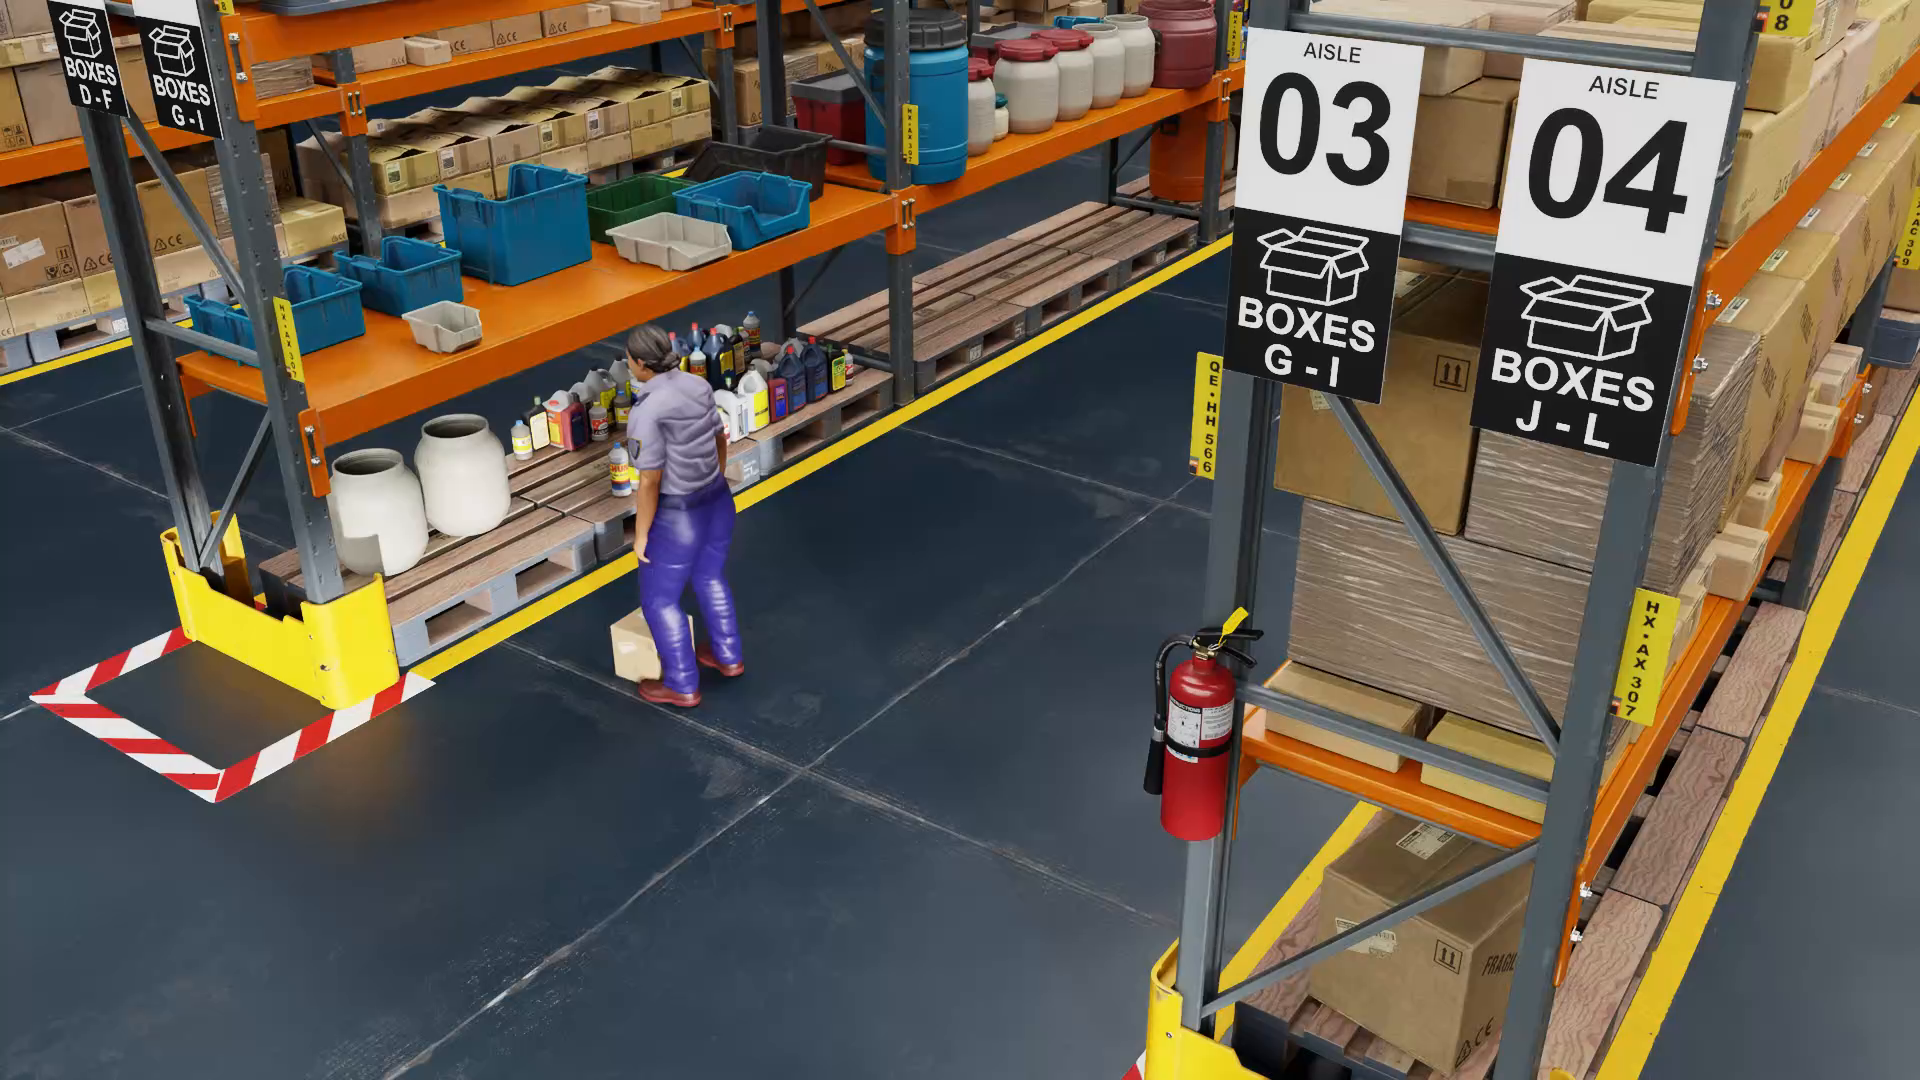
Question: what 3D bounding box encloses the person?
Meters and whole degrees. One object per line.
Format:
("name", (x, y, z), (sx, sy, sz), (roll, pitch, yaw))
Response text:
("person", (-1.140, -0.104, 6.830), (0.374, 1.650, 0.553), (16, 31, 28))
